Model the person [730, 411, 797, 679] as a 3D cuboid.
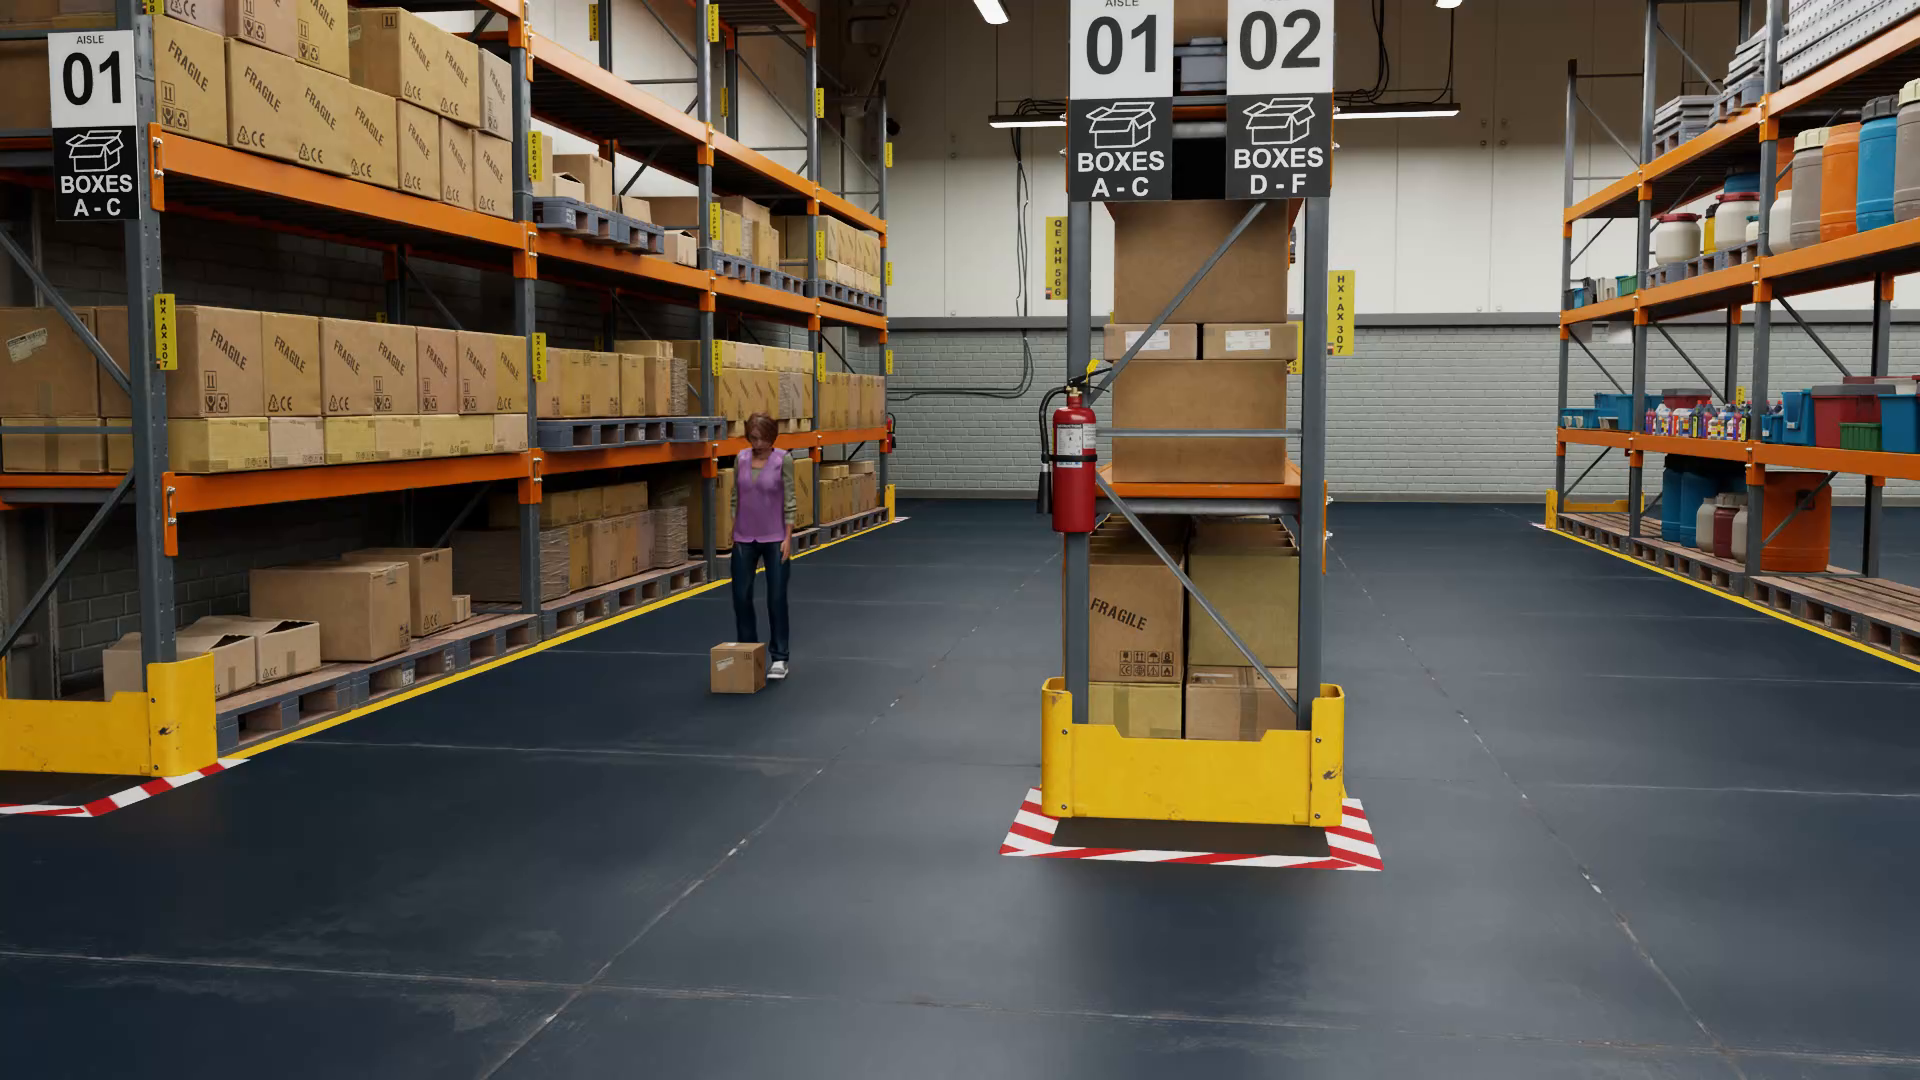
[{"bbox_3d":[-1.161,0.029,9.885,0.412,1.587,0.316,1,5,10],"label":"person"}]
